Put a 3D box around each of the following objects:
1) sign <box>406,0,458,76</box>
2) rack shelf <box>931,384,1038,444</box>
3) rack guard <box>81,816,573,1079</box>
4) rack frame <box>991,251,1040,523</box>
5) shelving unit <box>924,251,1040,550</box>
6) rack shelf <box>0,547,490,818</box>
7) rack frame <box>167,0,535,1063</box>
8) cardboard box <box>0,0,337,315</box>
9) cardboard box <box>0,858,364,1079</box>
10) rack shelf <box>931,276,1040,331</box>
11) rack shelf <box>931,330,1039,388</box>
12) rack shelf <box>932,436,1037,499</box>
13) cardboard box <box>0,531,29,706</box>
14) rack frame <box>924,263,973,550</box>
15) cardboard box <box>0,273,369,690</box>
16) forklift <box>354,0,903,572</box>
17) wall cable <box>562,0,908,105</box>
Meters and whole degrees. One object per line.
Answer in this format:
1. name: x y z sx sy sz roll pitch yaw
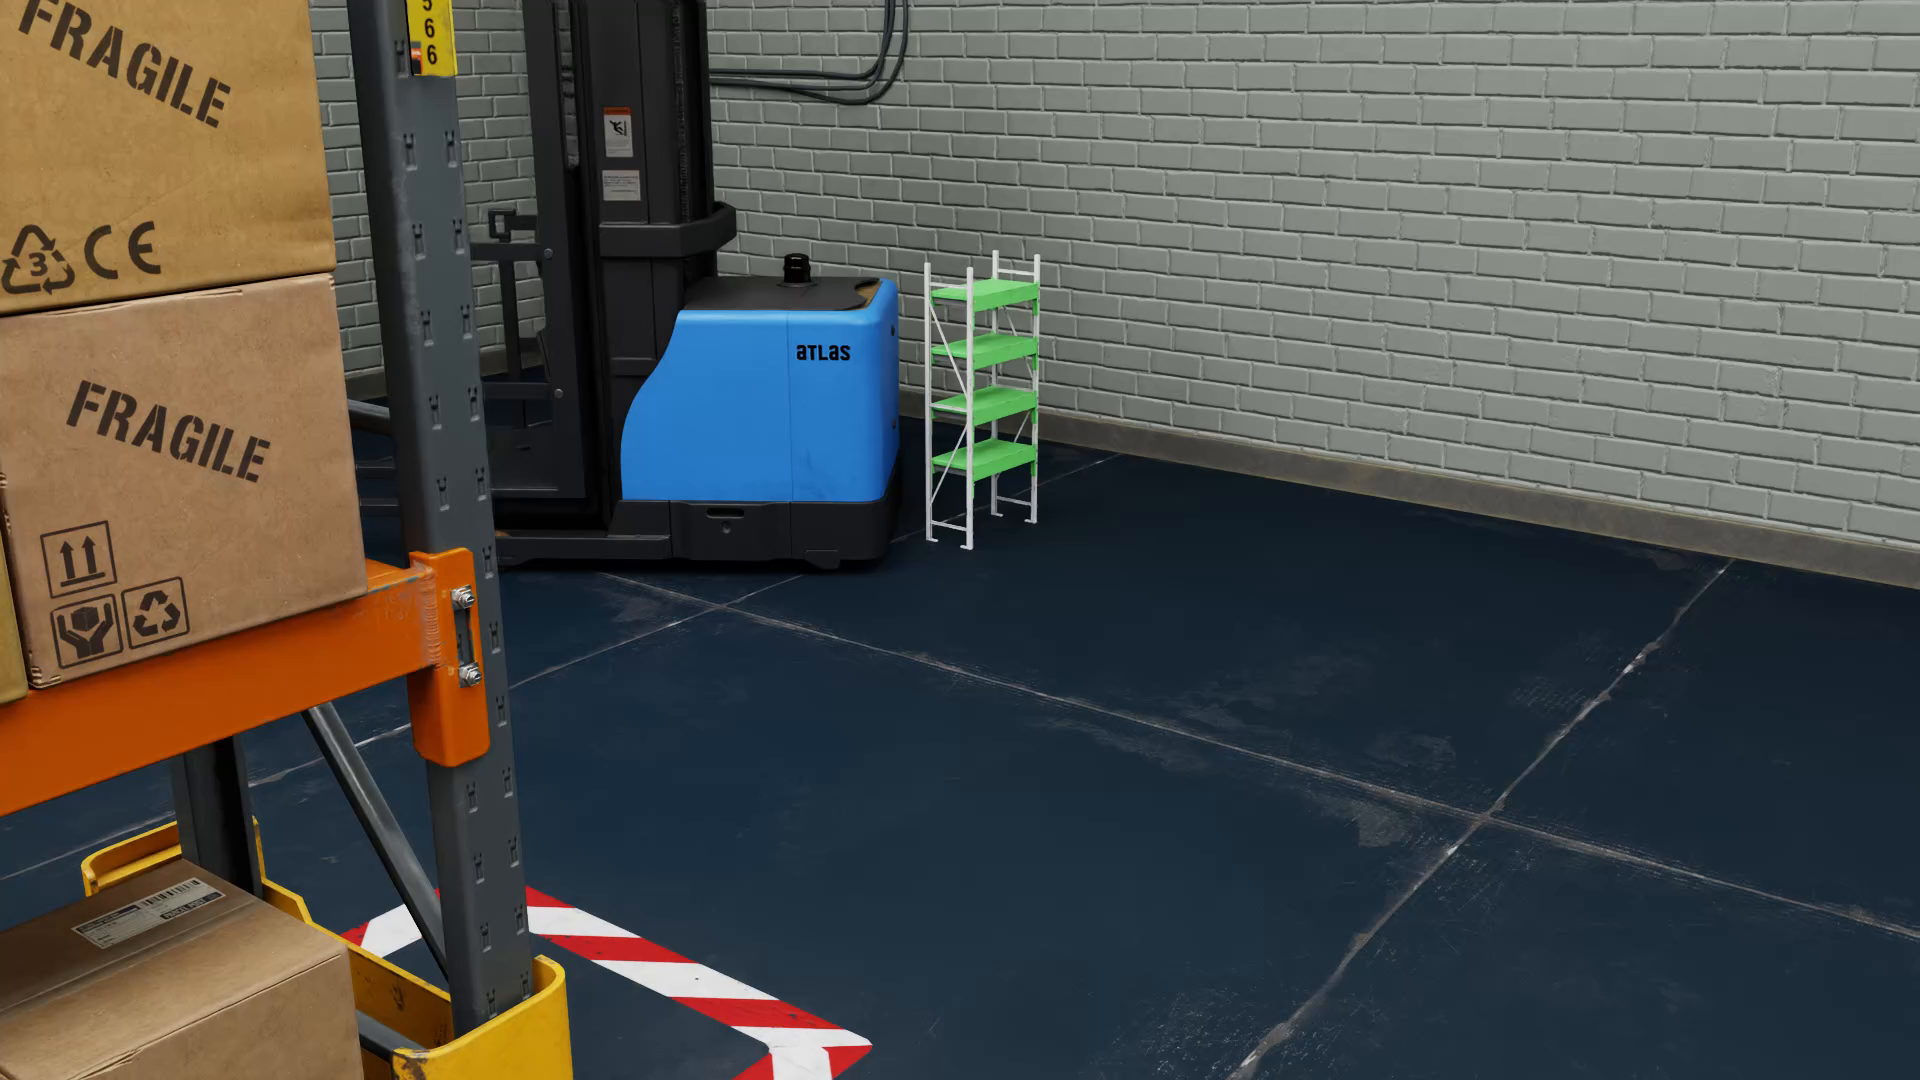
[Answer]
1. sign: -0.782 -0.848 2.431 0.100 0.325 0.005 12 21 35
2. rack shelf: 0.099 -0.551 7.212 0.258 0.148 0.480 12 21 35
3. rack guard: -1.261 0.965 3.294 1.175 0.500 0.348 12 21 35
4. rack frame: 0.244 -0.671 7.380 0.240 1.200 0.015 12 21 35
5. shelving unit: 0.099 -0.612 7.193 0.258 1.200 0.503 12 21 35
6. rack shelf: -2.408 0.573 1.554 1.077 0.370 4.000 12 21 35
7. rack frame: -1.216 -0.247 2.981 1.000 3.000 0.127 12 21 35
8. cardboard box: -1.261 -0.618 2.320 0.500 0.500 0.500 12 21 34
9. cardboard box: -1.342 0.910 2.730 0.500 0.500 0.500 12 21 35
10. rack shelf: 0.099 -1.010 7.069 0.258 0.148 0.480 12 21 35
11. rack shelf: 0.099 -0.781 7.141 0.258 0.148 0.480 12 21 35
12. rack shelf: 0.099 -0.322 7.283 0.258 0.148 0.480 12 21 35
13. cardboard box: -1.571 -0.016 2.068 0.500 0.500 0.500 13 21 35
14. rack frame: -0.047 -0.554 7.006 0.240 1.200 0.015 12 21 35
15. cardboard box: -1.264 -0.140 2.468 0.500 0.500 0.500 13 22 36
16. forklift: -1.794 -1.422 6.882 3.031 2.935 1.130 1 17 2
17. wall cable: -1.540 -3.788 9.503 3.097 2.526 0.112 12 21 35
